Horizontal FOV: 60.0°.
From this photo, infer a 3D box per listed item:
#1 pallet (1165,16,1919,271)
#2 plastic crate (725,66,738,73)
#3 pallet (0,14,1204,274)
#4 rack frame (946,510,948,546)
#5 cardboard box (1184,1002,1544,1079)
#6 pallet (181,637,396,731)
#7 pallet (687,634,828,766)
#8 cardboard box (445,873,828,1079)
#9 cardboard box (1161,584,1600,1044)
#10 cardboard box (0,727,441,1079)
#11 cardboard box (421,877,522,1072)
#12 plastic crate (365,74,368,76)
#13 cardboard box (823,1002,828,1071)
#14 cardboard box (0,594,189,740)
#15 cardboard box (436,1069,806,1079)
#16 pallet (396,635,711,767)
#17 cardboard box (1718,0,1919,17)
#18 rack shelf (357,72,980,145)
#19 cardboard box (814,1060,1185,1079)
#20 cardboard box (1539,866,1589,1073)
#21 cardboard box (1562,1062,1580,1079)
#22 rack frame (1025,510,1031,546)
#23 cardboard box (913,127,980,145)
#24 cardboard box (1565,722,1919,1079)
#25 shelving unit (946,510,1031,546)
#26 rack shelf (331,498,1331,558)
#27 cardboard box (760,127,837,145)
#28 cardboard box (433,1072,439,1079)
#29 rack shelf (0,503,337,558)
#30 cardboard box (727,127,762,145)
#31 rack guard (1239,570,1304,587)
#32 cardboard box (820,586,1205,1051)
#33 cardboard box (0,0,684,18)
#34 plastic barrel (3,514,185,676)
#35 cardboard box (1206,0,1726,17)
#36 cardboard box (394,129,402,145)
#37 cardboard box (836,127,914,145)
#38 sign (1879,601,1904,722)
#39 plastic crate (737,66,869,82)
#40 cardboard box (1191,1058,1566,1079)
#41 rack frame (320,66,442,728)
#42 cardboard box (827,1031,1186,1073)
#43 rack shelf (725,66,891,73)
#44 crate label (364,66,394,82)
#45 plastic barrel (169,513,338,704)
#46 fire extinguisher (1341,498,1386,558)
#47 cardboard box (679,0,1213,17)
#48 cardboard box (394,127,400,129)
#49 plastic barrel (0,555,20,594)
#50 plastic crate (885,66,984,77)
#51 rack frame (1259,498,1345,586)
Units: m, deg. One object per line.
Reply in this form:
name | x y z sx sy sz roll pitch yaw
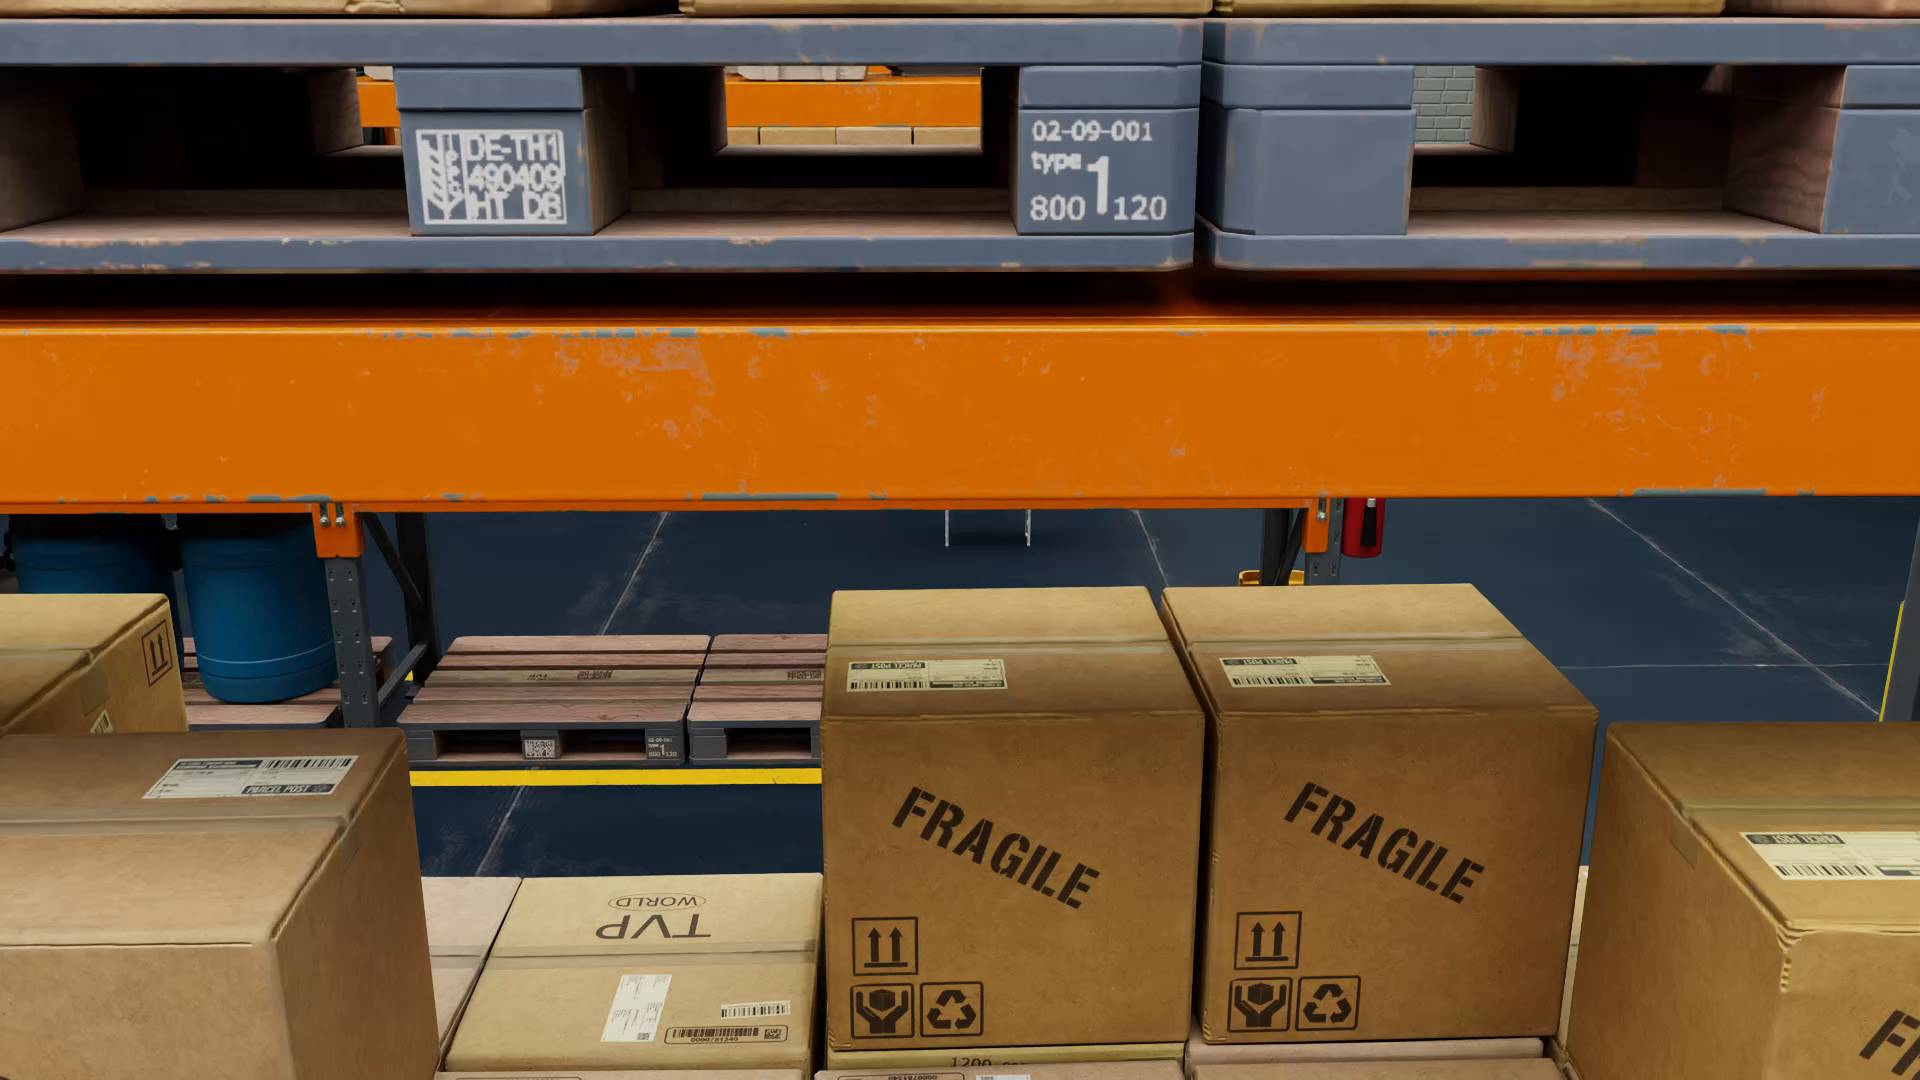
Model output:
pallet | 0.819 -0.490 1.899 1.213 0.211 1.003 0 18 -1
plastic crate | -0.738 -2.079 6.901 0.530 0.282 0.437 0 18 -1
pallet | -0.404 -0.483 1.878 1.213 0.211 1.003 0 18 -1
rack frame | -0.078 -0.571 9.863 0.015 1.200 0.240 0 18 -1
cardboard box | 0.557 0.743 2.578 0.500 0.250 0.500 0 18 -2
pallet | -3.289 0.715 7.474 1.213 0.211 1.003 0 18 -1
pallet | -0.559 0.701 7.515 1.213 0.211 1.003 0 18 -1
cardboard box | -0.467 0.749 2.561 0.500 0.250 0.500 -1 18 -2
cardboard box | 0.577 0.384 2.470 0.500 0.500 0.500 -1 18 -2
cardboard box | -0.943 0.553 1.944 0.500 0.500 0.500 -1 18 -3
cardboard box | -0.974 0.750 2.557 0.500 0.250 0.500 0 18 0
plastic crate | -2.098 -2.026 6.889 0.662 0.188 0.450 0 18 -1
cardboard box | -0.337 0.918 2.688 0.250 0.149 0.380 -1 18 -2
cardboard box | -1.482 0.396 2.433 0.500 0.500 0.500 0 18 0
cardboard box | -0.456 0.911 2.056 0.500 0.250 0.500 0 18 -1
pallet | -1.782 0.708 7.494 1.213 0.211 1.003 0 18 -1
cardboard box | 1.042 -0.815 1.753 0.500 0.500 0.700 -1 18 -4
rack shelf | -0.517 -1.700 6.702 4.000 0.370 1.077 0 18 -1
cardboard box | 0.064 0.907 2.067 0.500 0.250 0.500 -1 18 -3
cardboard box | 1.077 0.739 2.592 0.500 0.250 0.500 -1 18 -2
cardboard box | 1.081 0.902 2.082 0.500 0.250 0.500 -1 18 -2
rack frame | 0.409 -0.573 9.870 0.015 1.200 0.240 0 18 -1
cardboard box | -0.056 -2.567 11.339 0.500 0.500 0.500 0 18 1
cardboard box | 1.078 0.545 1.970 0.500 0.500 0.500 0 18 0
shelving unit | 0.166 -0.572 9.867 0.503 1.200 0.258 0 18 -1
rack shelf | -0.517 -0.271 7.160 4.000 0.370 1.077 0 18 -1
cardboard box | -1.086 -2.562 11.323 0.500 0.500 0.500 -1 18 -2
cardboard box | -0.949 0.911 2.056 0.500 0.250 0.500 0 18 1
rack shelf | -4.517 -0.252 7.100 4.000 0.370 1.077 0 18 -1
cardboard box | -1.600 -2.560 11.316 0.500 0.500 0.500 -1 18 -3
rack guard | 1.507 0.563 7.475 0.348 0.500 1.175 0 18 -1
cardboard box | 0.059 0.389 2.457 0.500 0.500 0.500 -1 18 -2
cardboard box | -0.594 -0.797 1.697 0.500 0.500 0.700 1 18 2
plastic barrel | -3.769 0.196 7.274 0.708 0.901 0.600 0 18 -1
cardboard box | 0.477 -0.849 1.859 0.500 0.500 0.700 -1 18 -3
cardboard box | -5.163 -3.735 16.098 0.500 0.500 0.500 0 18 -1
cardboard box | -0.569 -2.565 11.332 0.500 0.500 0.500 0 18 1
sign | 1.558 0.270 2.749 0.005 0.325 0.100 0 18 -1
plastic crate | -0.579 -1.840 6.395 0.530 0.136 0.437 0 18 -1
cardboard box | 0.573 0.905 2.075 0.500 0.250 0.500 -1 18 -2
rack frame | -2.517 -0.604 7.020 0.127 3.000 1.000 0 18 -1
cardboard box | 0.055 0.745 2.574 0.500 0.250 0.500 -1 18 -3
rack shelf | -0.592 -3.212 11.418 4.000 0.370 1.077 0 18 -1
crate label | -2.023 -1.821 6.335 0.466 0.136 0.293 0 18 -1
plastic barrel | -3.061 0.192 7.285 0.708 0.901 0.600 0 18 -1
fire extinguisher | 1.641 -0.271 6.719 0.183 0.674 0.296 0 18 -1
cardboard box | -0.039 -0.832 1.806 0.500 0.500 0.700 -1 18 -5
cardboard box | -5.177 -4.096 15.996 0.500 0.250 0.500 0 18 0
plastic barrel | -4.335 0.357 7.410 0.421 0.512 0.421 0 18 0
plastic crate | -0.049 -2.099 6.871 0.767 0.338 0.504 0 18 -1
rack frame | 1.483 -0.623 7.080 0.127 3.000 1.000 0 18 -1
